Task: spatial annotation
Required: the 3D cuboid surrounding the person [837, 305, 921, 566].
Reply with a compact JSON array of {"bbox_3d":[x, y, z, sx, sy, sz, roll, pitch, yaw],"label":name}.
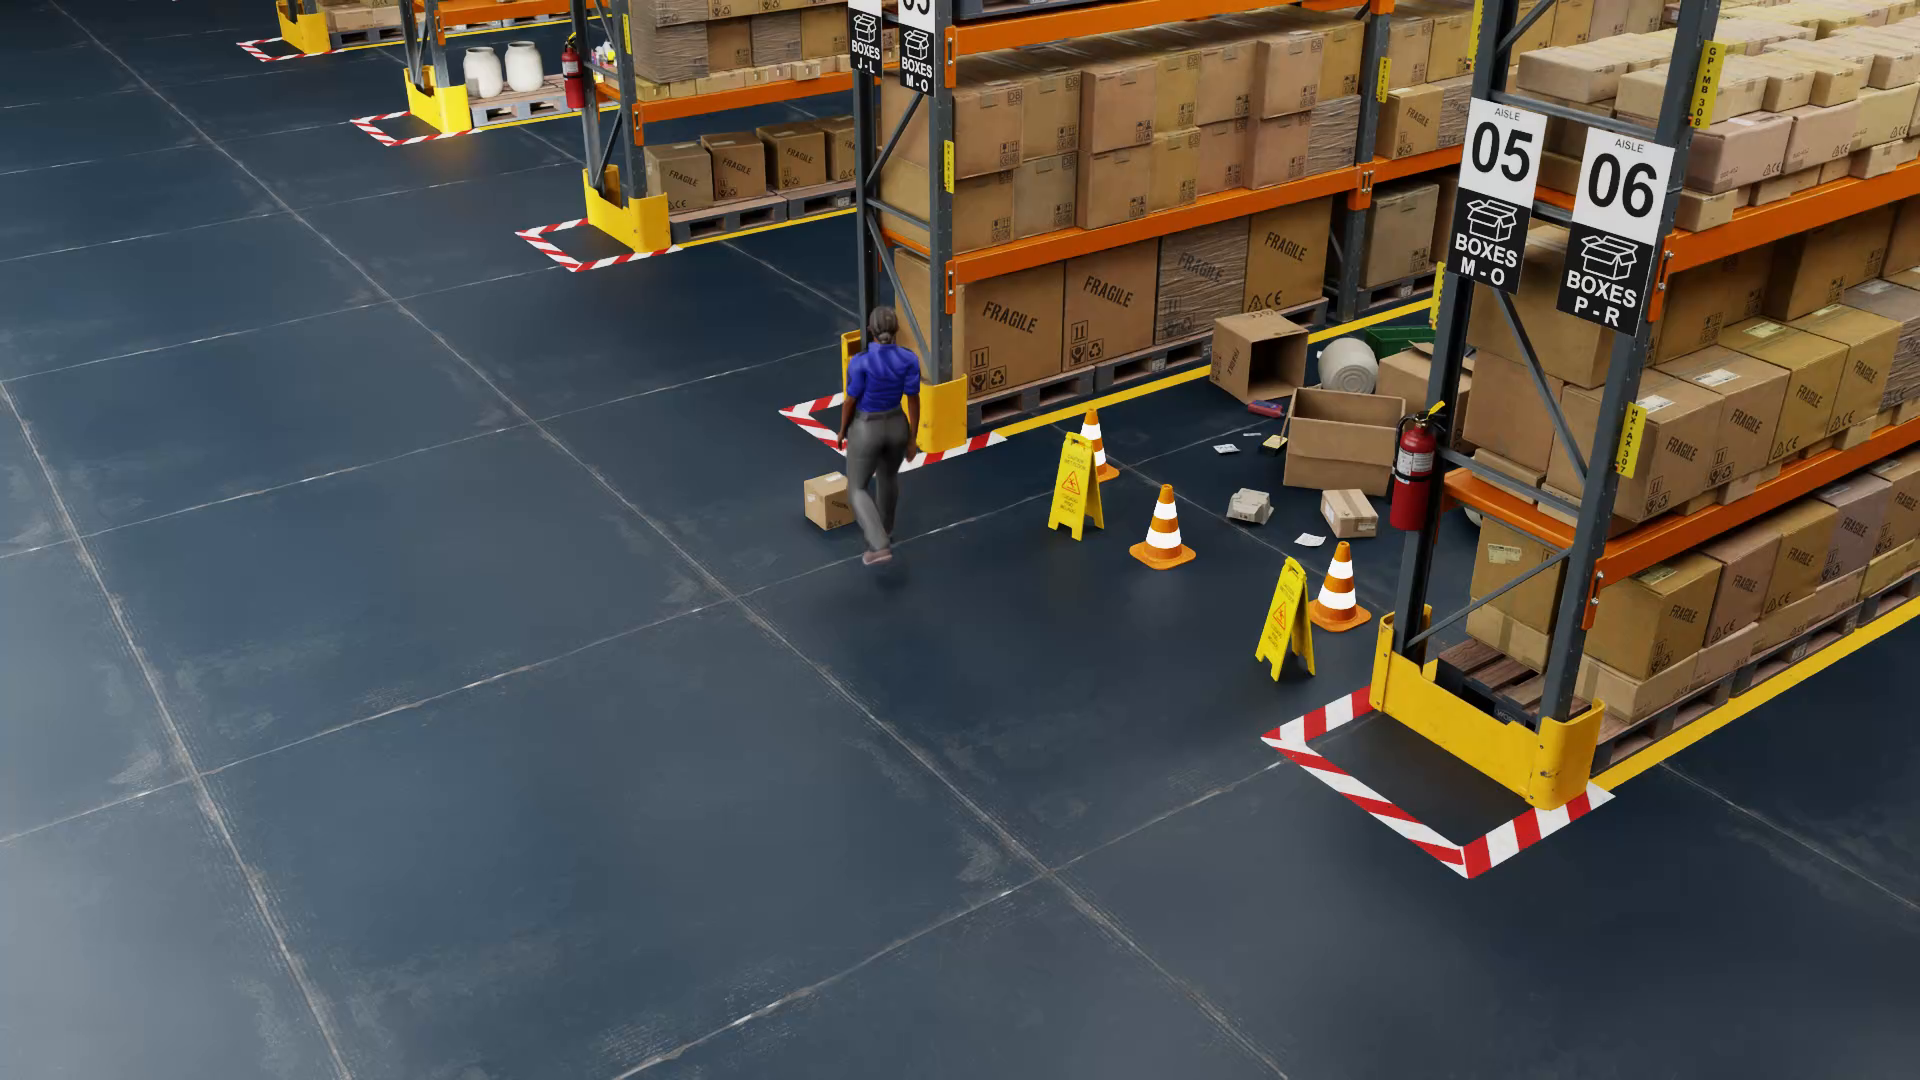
[{"bbox_3d":[-0.482,-0.643,9.782,0.444,1.619,0.827,-13,31,-23],"label":"person"}]
